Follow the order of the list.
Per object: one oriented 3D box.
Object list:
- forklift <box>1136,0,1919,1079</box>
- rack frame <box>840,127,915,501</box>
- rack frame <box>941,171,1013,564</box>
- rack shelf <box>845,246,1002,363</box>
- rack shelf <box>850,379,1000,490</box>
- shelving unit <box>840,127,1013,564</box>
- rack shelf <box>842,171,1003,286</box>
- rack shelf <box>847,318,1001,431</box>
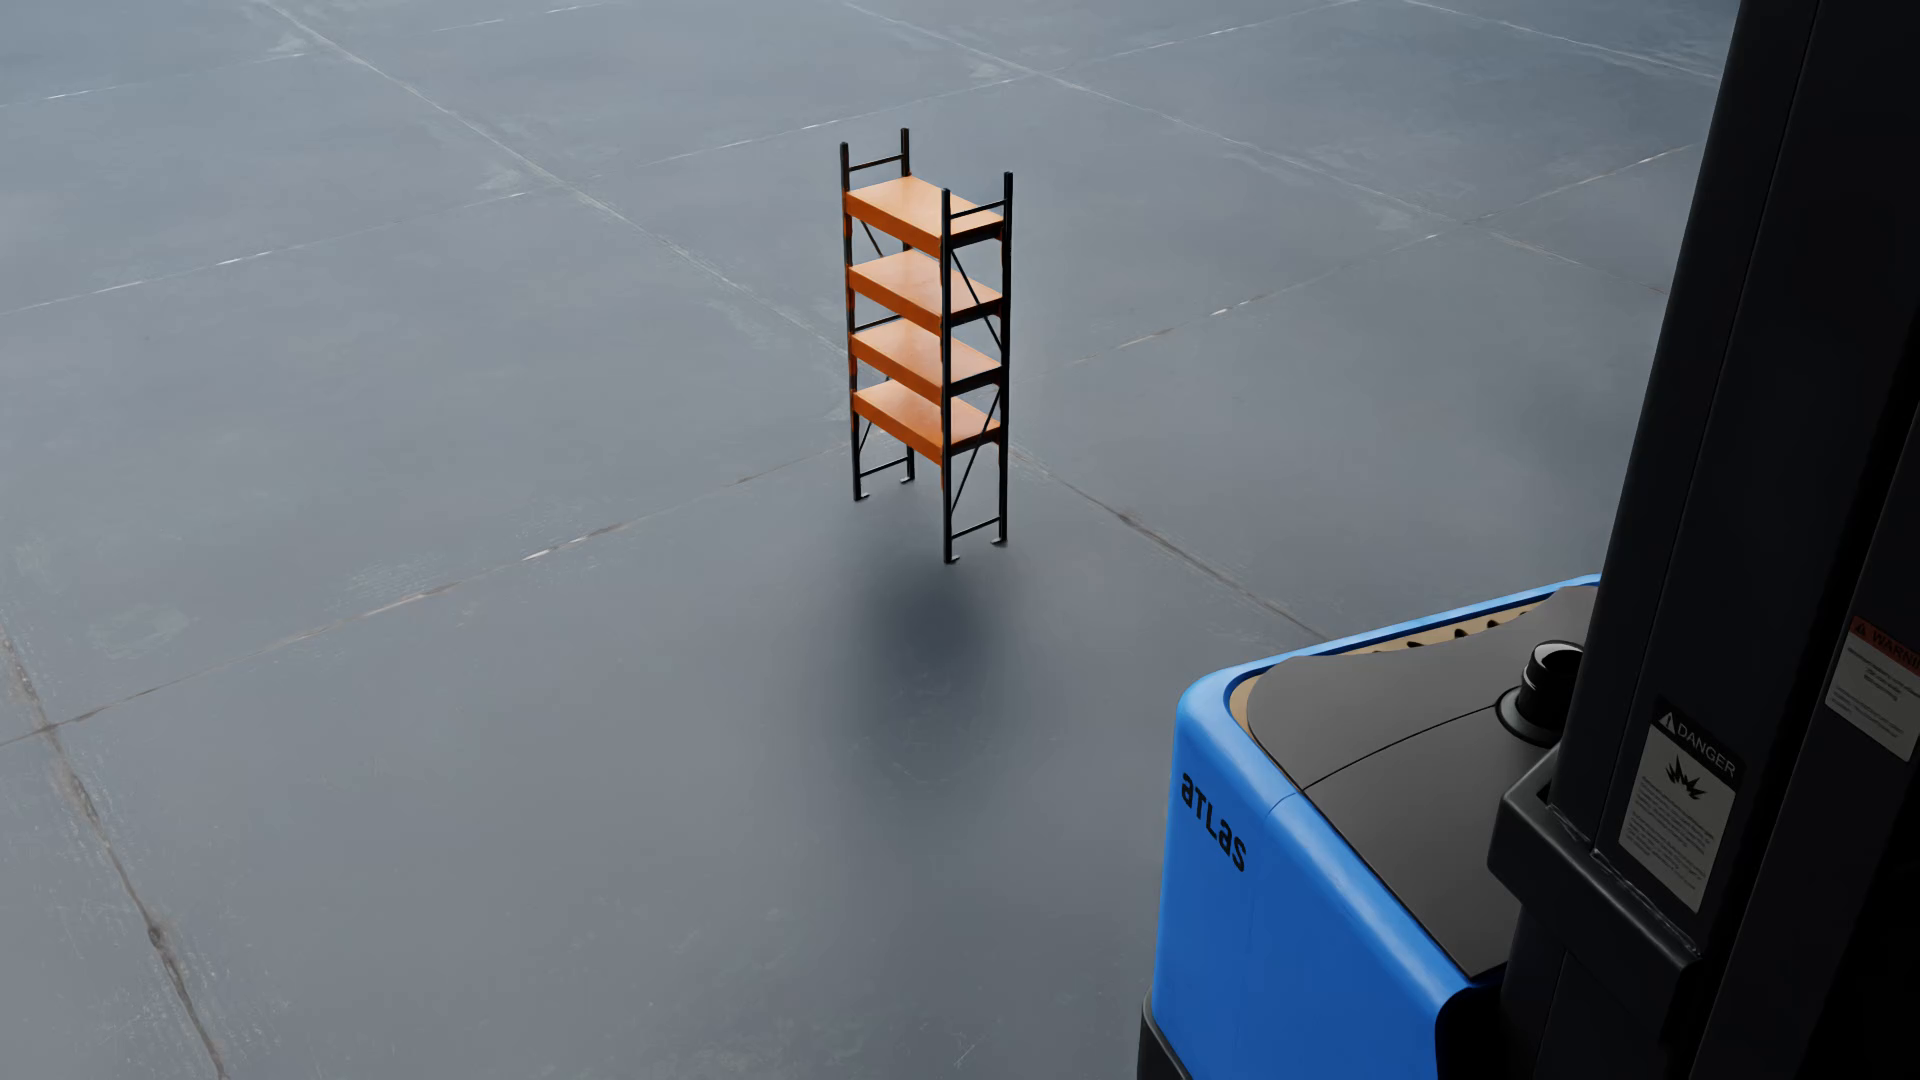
[{"bbox_3d":[1.381,0.526,1.624,1.130,2.935,3.031,-12,34,-19],"label":"forklift"},{"bbox_3d":[-0.251,-0.680,5.208,0.240,1.200,0.015,-22,38,-31],"label":"rack frame"},{"bbox_3d":[0.048,-0.477,4.881,0.240,1.200,0.015,-22,38,-31],"label":"rack frame"},{"bbox_3d":[-0.101,-0.712,4.962,0.258,0.148,0.480,-22,38,-31],"label":"rack shelf"},{"bbox_3d":[-0.101,-0.353,5.185,0.258,0.148,0.480,-22,38,-31],"label":"rack shelf"},{"bbox_3d":[-0.101,-0.579,5.045,0.258,1.200,0.503,-22,38,-31],"label":"shelving unit"},{"bbox_3d":[-0.101,-0.913,4.837,0.258,0.148,0.480,-22,38,-31],"label":"rack shelf"},{"bbox_3d":[-0.101,-0.522,5.080,0.258,0.148,0.480,-22,38,-31],"label":"rack shelf"}]
